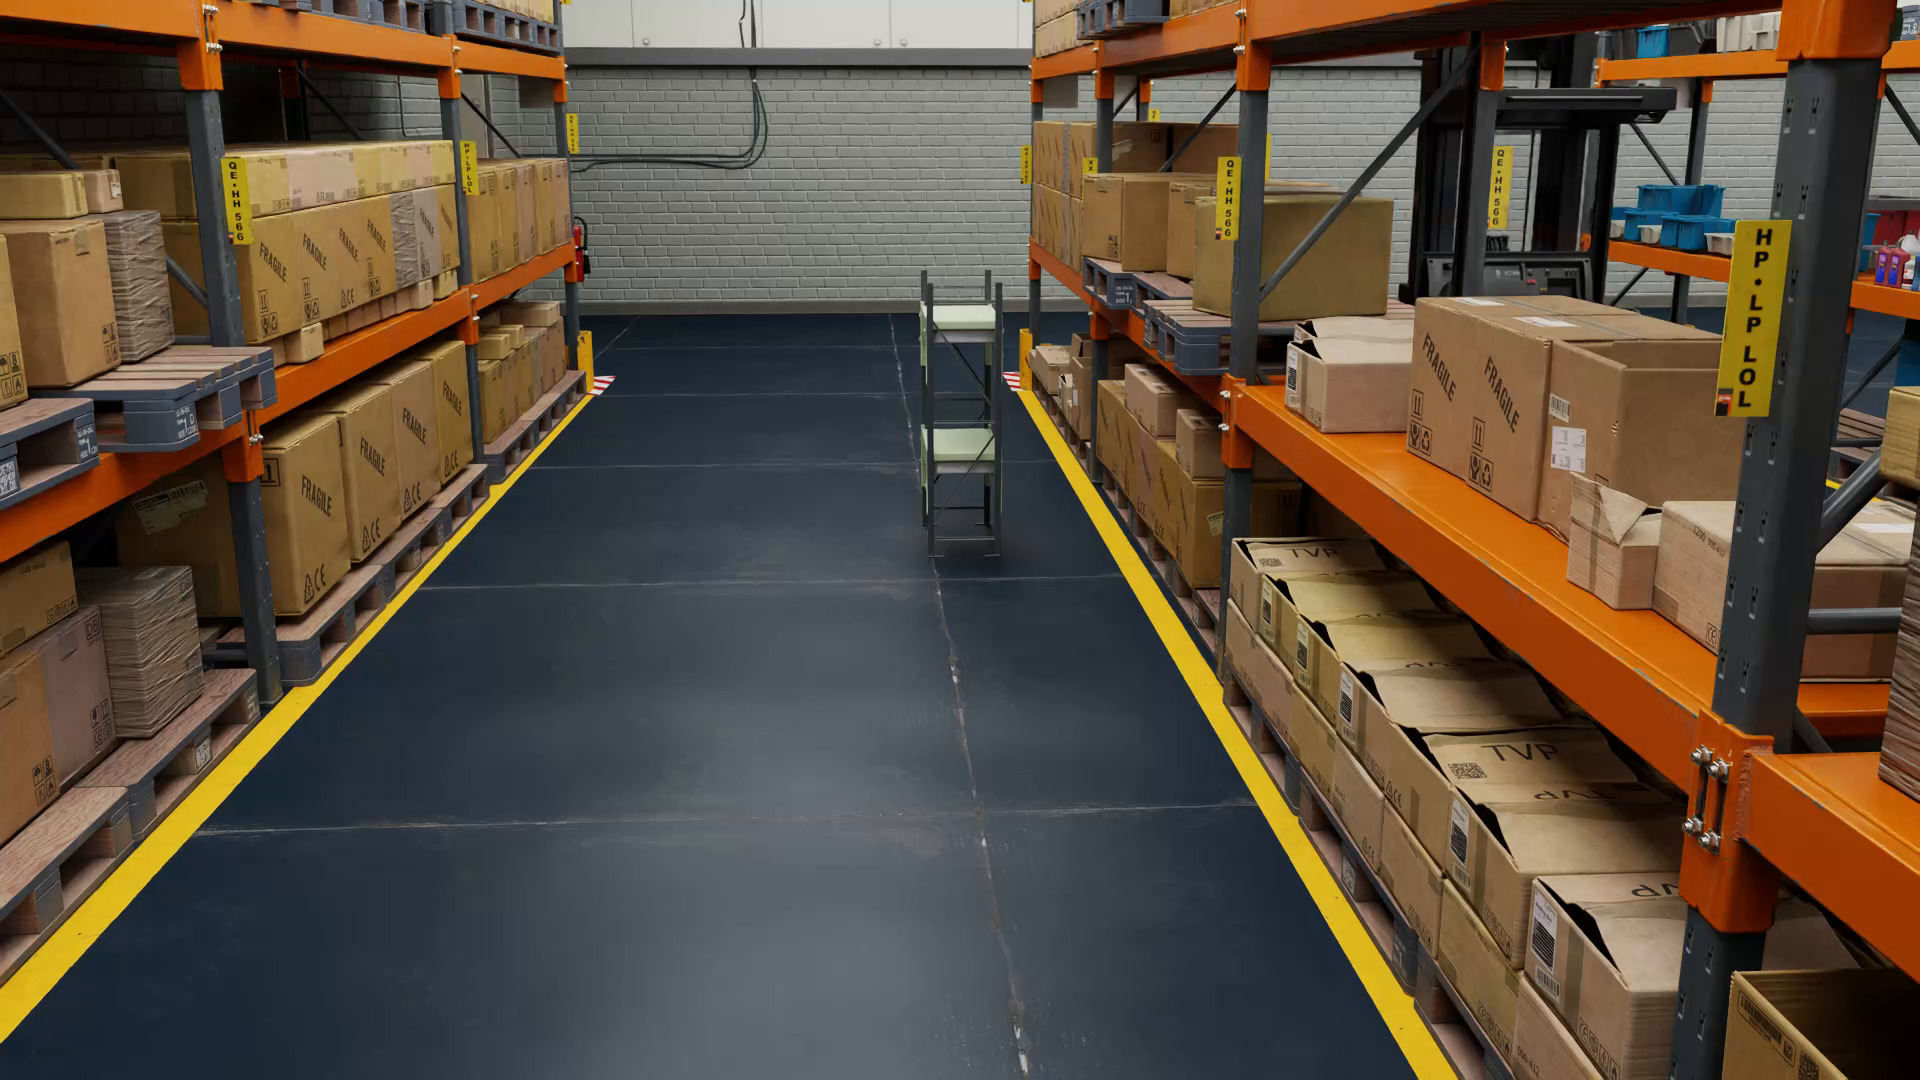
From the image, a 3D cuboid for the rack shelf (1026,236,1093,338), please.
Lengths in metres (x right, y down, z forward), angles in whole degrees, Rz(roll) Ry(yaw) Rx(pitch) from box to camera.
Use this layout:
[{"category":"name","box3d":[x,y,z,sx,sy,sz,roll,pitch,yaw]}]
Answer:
[{"category":"rack shelf","box3d":[1.242,-1.993,12.696,1.077,0.370,4.000,-1,14,-3]}]

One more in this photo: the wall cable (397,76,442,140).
[{"category":"wall cable","box3d":[-4.849,-3.557,15.293,0.084,1.984,1.851,-1,14,-3]}]

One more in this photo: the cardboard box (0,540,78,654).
[{"category":"cardboard box","box3d":[-3.261,0.184,5.422,0.500,0.250,0.500,-1,14,-2]}]

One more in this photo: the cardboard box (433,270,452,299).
[{"category":"cardboard box","box3d":[-3.235,-1.512,9.849,0.380,0.149,0.250,-1,14,-2]}]

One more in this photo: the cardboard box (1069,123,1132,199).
[{"category":"cardboard box","box3d":[1.042,-2.626,11.505,0.500,0.500,0.500,-1,14,-5]}]

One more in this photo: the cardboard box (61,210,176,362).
[{"category":"cardboard box","box3d":[-3.291,-0.917,5.985,0.700,0.500,0.500,-3,15,-10]}]

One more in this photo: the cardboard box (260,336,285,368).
[{"category":"cardboard box","box3d":[-3.126,-0.808,7.111,0.380,0.149,0.250,-1,14,-3]}]

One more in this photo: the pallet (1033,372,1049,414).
[{"category":"pallet","box3d":[1.173,-1.271,14.043,1.003,0.211,1.213,-1,14,-3]}]

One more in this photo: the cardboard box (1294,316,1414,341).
[{"category":"cardboard box","box3d":[1.593,-0.715,6.464,0.500,0.311,0.500,0,14,0]}]

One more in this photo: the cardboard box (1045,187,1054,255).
[{"category":"cardboard box","box3d":[0.948,-2.520,13.099,0.500,0.500,0.500,-1,14,-4]}]

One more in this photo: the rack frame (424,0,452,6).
[{"category":"rack frame","box3d":[-3.578,-4.672,9.625,1.000,3.000,0.127,-1,14,-3]}]

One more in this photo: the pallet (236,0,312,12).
[{"category":"pallet","box3d":[-3.423,-2.292,6.775,1.213,0.211,1.003,0,14,-1]}]

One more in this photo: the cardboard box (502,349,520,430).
[{"category":"cardboard box","box3d":[-3.550,-1.072,11.846,0.700,0.500,0.500,-1,14,-4]}]

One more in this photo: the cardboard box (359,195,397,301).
[{"category":"cardboard box","box3d":[-3.198,-1.482,8.428,0.500,0.500,0.500,0,14,-2]}]

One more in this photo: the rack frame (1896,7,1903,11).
[{"category":"rack frame","box3d":[6.310,-4.825,10.219,1.000,3.000,0.127,-1,14,-3]}]

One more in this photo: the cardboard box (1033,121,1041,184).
[{"category":"cardboard box","box3d":[0.883,-3.257,13.958,0.500,0.500,0.500,0,14,-2]}]

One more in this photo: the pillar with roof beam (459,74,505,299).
[{"category":"pillar with roof beam","box3d":[-0.560,-6.391,16.308,9.100,9.000,0.400,-1,14,-3]}]

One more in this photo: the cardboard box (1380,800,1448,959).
[{"category":"cardboard box","box3d":[1.485,0.922,4.598,0.500,0.250,0.500,-1,14,-2]}]

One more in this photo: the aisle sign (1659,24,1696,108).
[{"category":"aisle sign","box3d":[6.350,-4.196,14.597,0.394,0.787,0.004,-1,14,-3]}]

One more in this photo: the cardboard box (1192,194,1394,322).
[{"category":"cardboard box","box3d":[1.462,-1.256,7.344,0.700,0.500,0.500,-6,16,-22]}]

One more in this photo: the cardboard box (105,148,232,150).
[{"category":"cardboard box","box3d":[-3.674,-1.702,7.780,0.500,0.250,0.500,-1,14,-5]}]

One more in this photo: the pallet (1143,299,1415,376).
[{"category":"pallet","box3d":[1.502,-0.924,7.482,1.213,0.211,1.003,-1,14,-3]}]

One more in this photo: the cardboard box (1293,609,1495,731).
[{"category":"cardboard box","box3d":[1.424,0.400,5.503,0.500,0.311,0.500,-1,14,-5]}]

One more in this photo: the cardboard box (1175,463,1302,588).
[{"category":"cardboard box","box3d":[1.322,-0.081,7.954,0.500,0.500,0.500,0,14,-1]}]

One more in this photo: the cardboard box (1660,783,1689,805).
[{"category":"cardboard box","box3d":[2.059,0.771,4.060,0.500,0.311,0.500,-1,14,-4]}]

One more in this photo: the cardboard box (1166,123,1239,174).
[{"category":"cardboard box","box3d":[1.618,-2.498,11.009,0.500,0.500,0.500,-1,14,-2]}]

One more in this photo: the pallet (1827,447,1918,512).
[{"category":"pallet","box3d":[6.316,-0.377,10.566,1.003,0.211,1.213,-1,14,-3]}]

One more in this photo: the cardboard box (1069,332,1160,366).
[{"category":"cardboard box","box3d":[1.245,-1.315,12.745,0.797,0.503,0.637,-1,14,-3]}]

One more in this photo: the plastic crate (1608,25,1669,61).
[{"category":"plastic crate","box3d":[5.808,-4.204,14.087,0.497,0.269,0.590,-1,14,-3]}]

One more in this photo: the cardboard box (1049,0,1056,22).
[{"category":"cardboard box","box3d":[0.952,-4.080,12.644,0.500,0.250,0.500,-1,14,-3]}]

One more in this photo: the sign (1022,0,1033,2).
[{"category":"sign","box3d":[0.577,-4.706,14.024,0.100,0.325,0.005,-1,14,-3]}]

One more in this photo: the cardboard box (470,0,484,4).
[{"category":"cardboard box","box3d":[-3.358,-3.574,10.636,0.500,0.250,0.500,-1,14,-4]}]

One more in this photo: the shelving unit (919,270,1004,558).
[{"category":"shelving unit","box3d":[0.000,-0.725,9.333,0.431,1.500,0.755,-1,14,-3]}]

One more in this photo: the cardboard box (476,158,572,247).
[{"category":"cardboard box","box3d":[-3.784,-2.780,13.709,0.980,0.700,0.700,0,14,-1]}]

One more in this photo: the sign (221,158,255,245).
[{"category":"sign","box3d":[-2.789,-1.305,6.413,0.100,0.325,0.005,-1,14,-3]}]

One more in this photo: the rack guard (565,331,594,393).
[{"category":"rack guard","box3d":[-3.827,-1.557,14.574,1.175,0.500,0.348,-1,14,-3]}]

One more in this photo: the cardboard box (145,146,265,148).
[{"category":"cardboard box","box3d":[-3.706,-1.829,8.273,0.500,0.250,0.500,-1,14,-5]}]

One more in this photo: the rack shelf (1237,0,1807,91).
[{"category":"rack shelf","box3d":[1.738,-1.456,4.590,1.077,0.370,4.000,-1,14,-3]}]

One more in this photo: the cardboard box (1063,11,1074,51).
[{"category":"cardboard box","box3d":[1.011,-3.590,11.739,0.500,0.250,0.500,-1,14,-3]}]

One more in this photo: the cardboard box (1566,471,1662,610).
[{"category":"cardboard box","box3d":[1.624,-0.005,3.796,0.396,0.266,0.258,-1,14,-5]}]

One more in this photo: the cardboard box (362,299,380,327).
[{"category":"cardboard box","box3d":[-3.234,-1.192,8.604,0.380,0.149,0.250,0,14,-2]}]

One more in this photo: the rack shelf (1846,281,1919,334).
[{"category":"rack shelf","box3d":[6.434,-1.074,9.123,1.077,0.370,4.000,-1,14,-3]}]

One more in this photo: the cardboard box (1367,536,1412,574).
[{"category":"cardboard box","box3d":[1.892,0.134,6.536,0.500,0.311,0.500,-1,14,-2]}]

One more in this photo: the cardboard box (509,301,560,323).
[{"category":"cardboard box","box3d":[-3.493,-1.867,13.633,0.380,0.149,0.250,-1,14,-4]}]

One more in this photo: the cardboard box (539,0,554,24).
[{"category":"cardboard box","box3d":[-3.515,-4.215,13.127,0.500,0.250,0.500,0,14,-2]}]

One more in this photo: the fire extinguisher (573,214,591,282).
[{"category":"fire extinguisher","box3d":[-3.374,-2.588,14.469,0.296,0.674,0.183,-1,14,-3]}]

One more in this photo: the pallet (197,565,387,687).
[{"category":"pallet","box3d":[-3.304,0.381,7.620,1.003,0.211,1.213,-1,14,-3]}]

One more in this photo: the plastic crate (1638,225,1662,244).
[{"category":"plastic crate","box3d":[5.728,-2.499,13.630,0.250,0.136,0.298,-1,14,-3]}]

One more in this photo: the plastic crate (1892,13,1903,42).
[{"category":"plastic crate","box3d":[5.982,-3.370,11.011,0.450,0.188,0.662,-1,14,-3]}]

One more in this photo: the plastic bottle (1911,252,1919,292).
[{"category":"plastic bottle","box3d":[5.947,-1.674,10.270,0.097,0.271,0.097,0,14,0]}]

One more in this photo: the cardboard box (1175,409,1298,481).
[{"category":"cardboard box","box3d":[1.314,-0.458,7.914,0.500,0.250,0.500,0,14,-1]}]

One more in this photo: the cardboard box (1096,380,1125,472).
[{"category":"cardboard box","box3d":[1.153,-0.722,10.448,0.500,0.500,0.500,-2,15,-6]}]

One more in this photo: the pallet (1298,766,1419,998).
[{"category":"pallet","box3d":[1.698,1.009,5.180,1.003,0.211,1.213,-1,14,-3]}]

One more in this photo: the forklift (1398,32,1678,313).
[{"category":"forklift","box3d":[3.069,-1.390,9.047,1.130,2.935,3.031,-1,14,-3]}]

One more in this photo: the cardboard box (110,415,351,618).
[{"category":"cardboard box","box3d":[-3.245,-0.119,7.440,0.750,0.750,0.750,-1,14,-4]}]

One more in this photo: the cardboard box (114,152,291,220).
[{"category":"cardboard box","box3d":[-3.103,-1.461,6.843,0.500,0.250,0.500,-1,14,-2]}]

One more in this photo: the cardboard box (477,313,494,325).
[{"category":"cardboard box","box3d":[-3.826,-1.672,12.878,0.380,0.149,0.250,-1,14,-3]}]

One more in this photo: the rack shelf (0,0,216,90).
[{"category":"rack shelf","box3d":[-3.206,-1.379,4.289,1.077,0.370,4.000,-1,14,-3]}]
